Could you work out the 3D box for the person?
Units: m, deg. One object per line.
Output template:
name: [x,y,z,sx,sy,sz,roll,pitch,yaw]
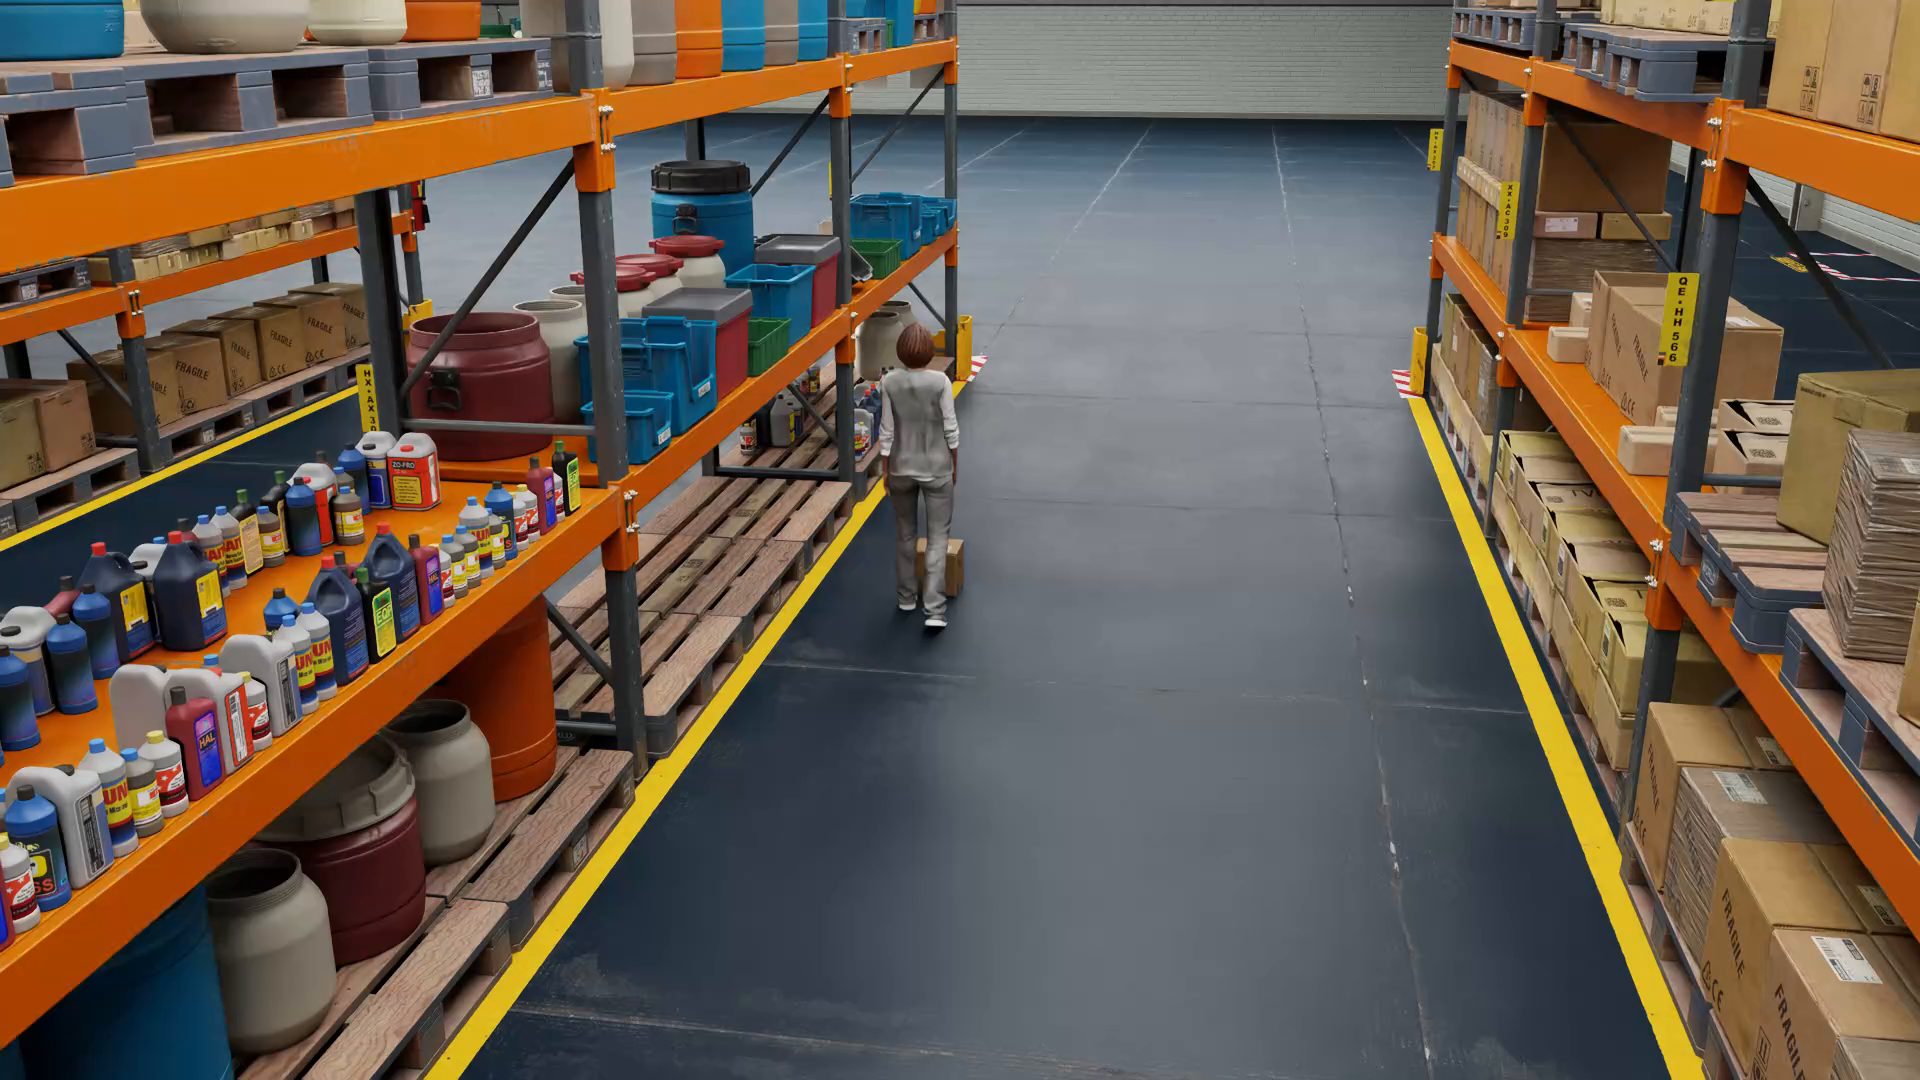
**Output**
person: [-0.207,-0.340,8.662,0.418,1.613,0.557,3,18,10]
